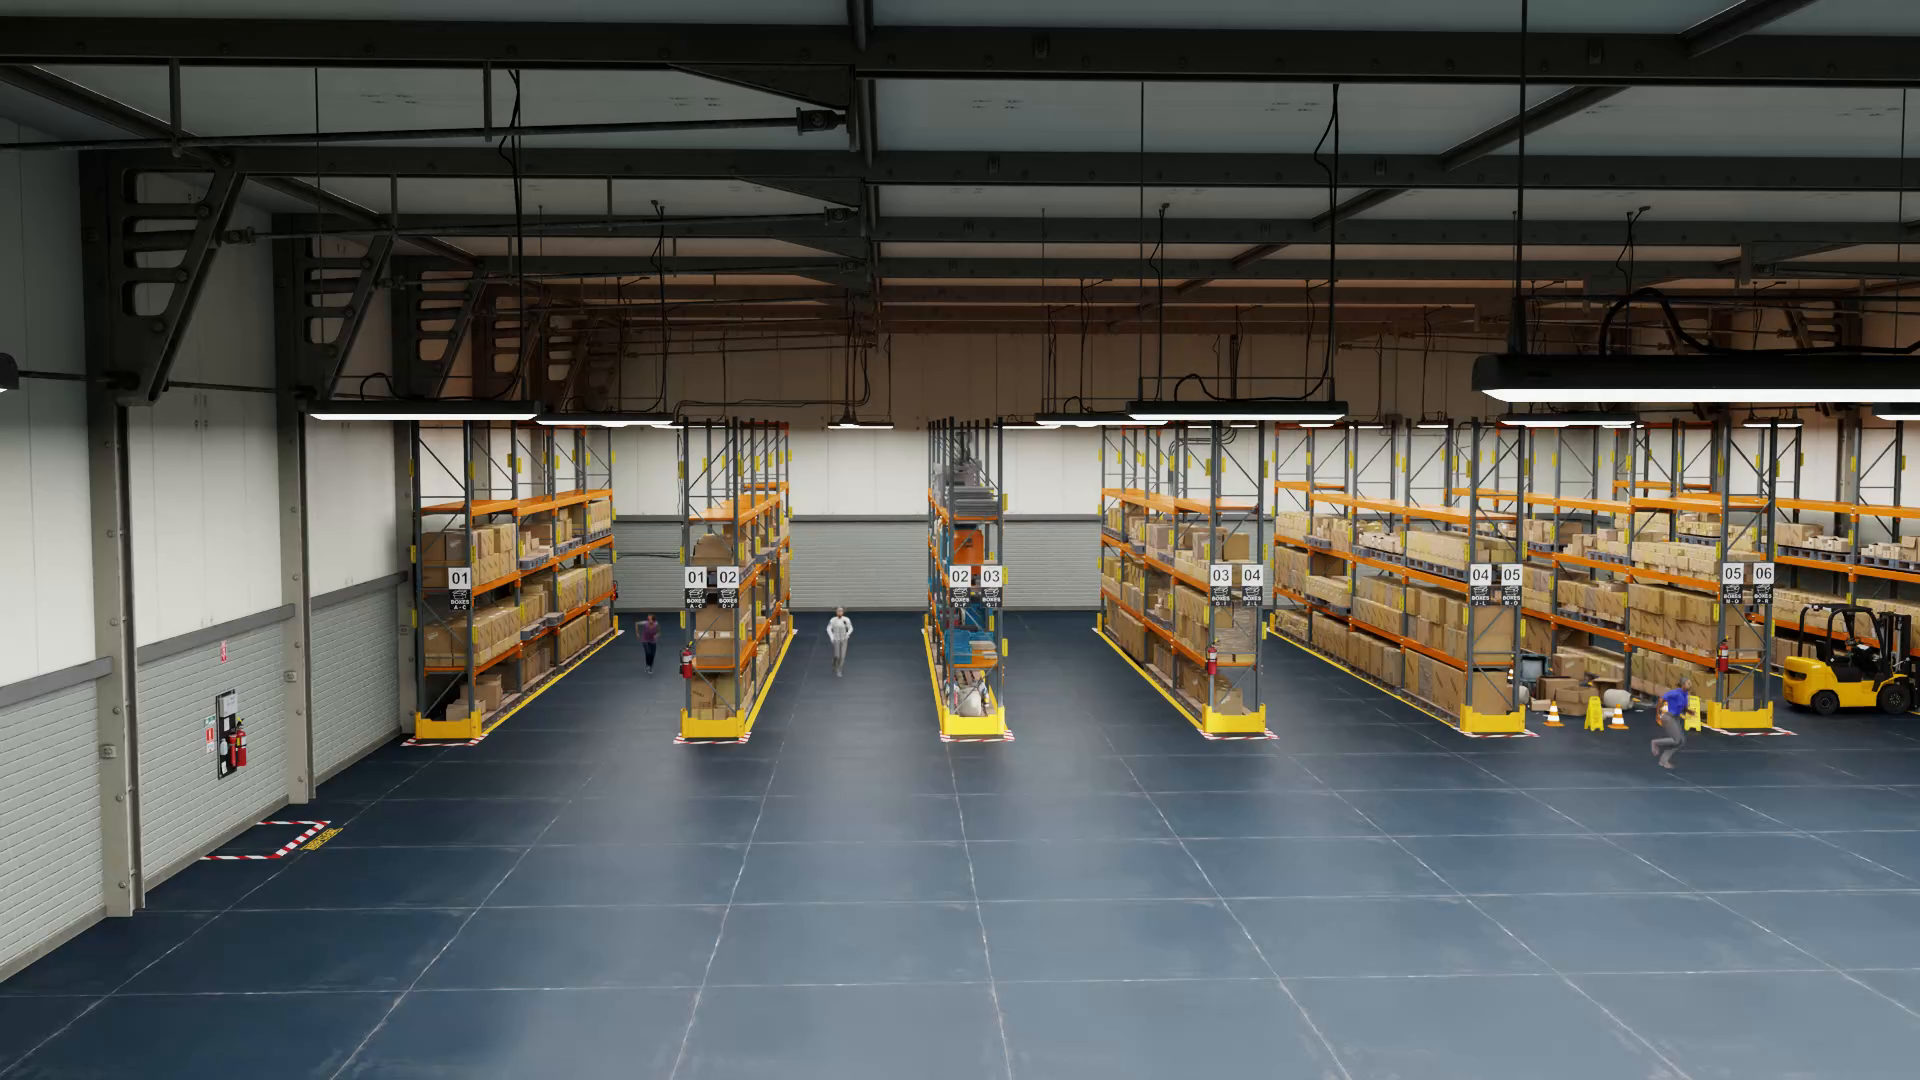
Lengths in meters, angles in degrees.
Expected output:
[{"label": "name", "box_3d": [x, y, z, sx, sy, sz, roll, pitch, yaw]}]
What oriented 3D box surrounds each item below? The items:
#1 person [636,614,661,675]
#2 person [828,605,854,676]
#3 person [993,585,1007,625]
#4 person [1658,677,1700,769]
[{"label": "person", "box_3d": [-7.331, 2.447, 39.126, 0.571, 1.460, 0.895, -1, 4, -16]}, {"label": "person", "box_3d": [-2.778, 2.356, 38.847, 0.599, 1.666, 0.542, -1, 4, -9]}, {"label": "person", "box_3d": [1.041, 1.634, 49.487, 0.719, 1.832, 0.627, 1, 4, 15]}, {"label": "person", "box_3d": [12.223, 3.103, 28.231, 0.667, 1.582, 0.560, 4, 5, 44]}]
